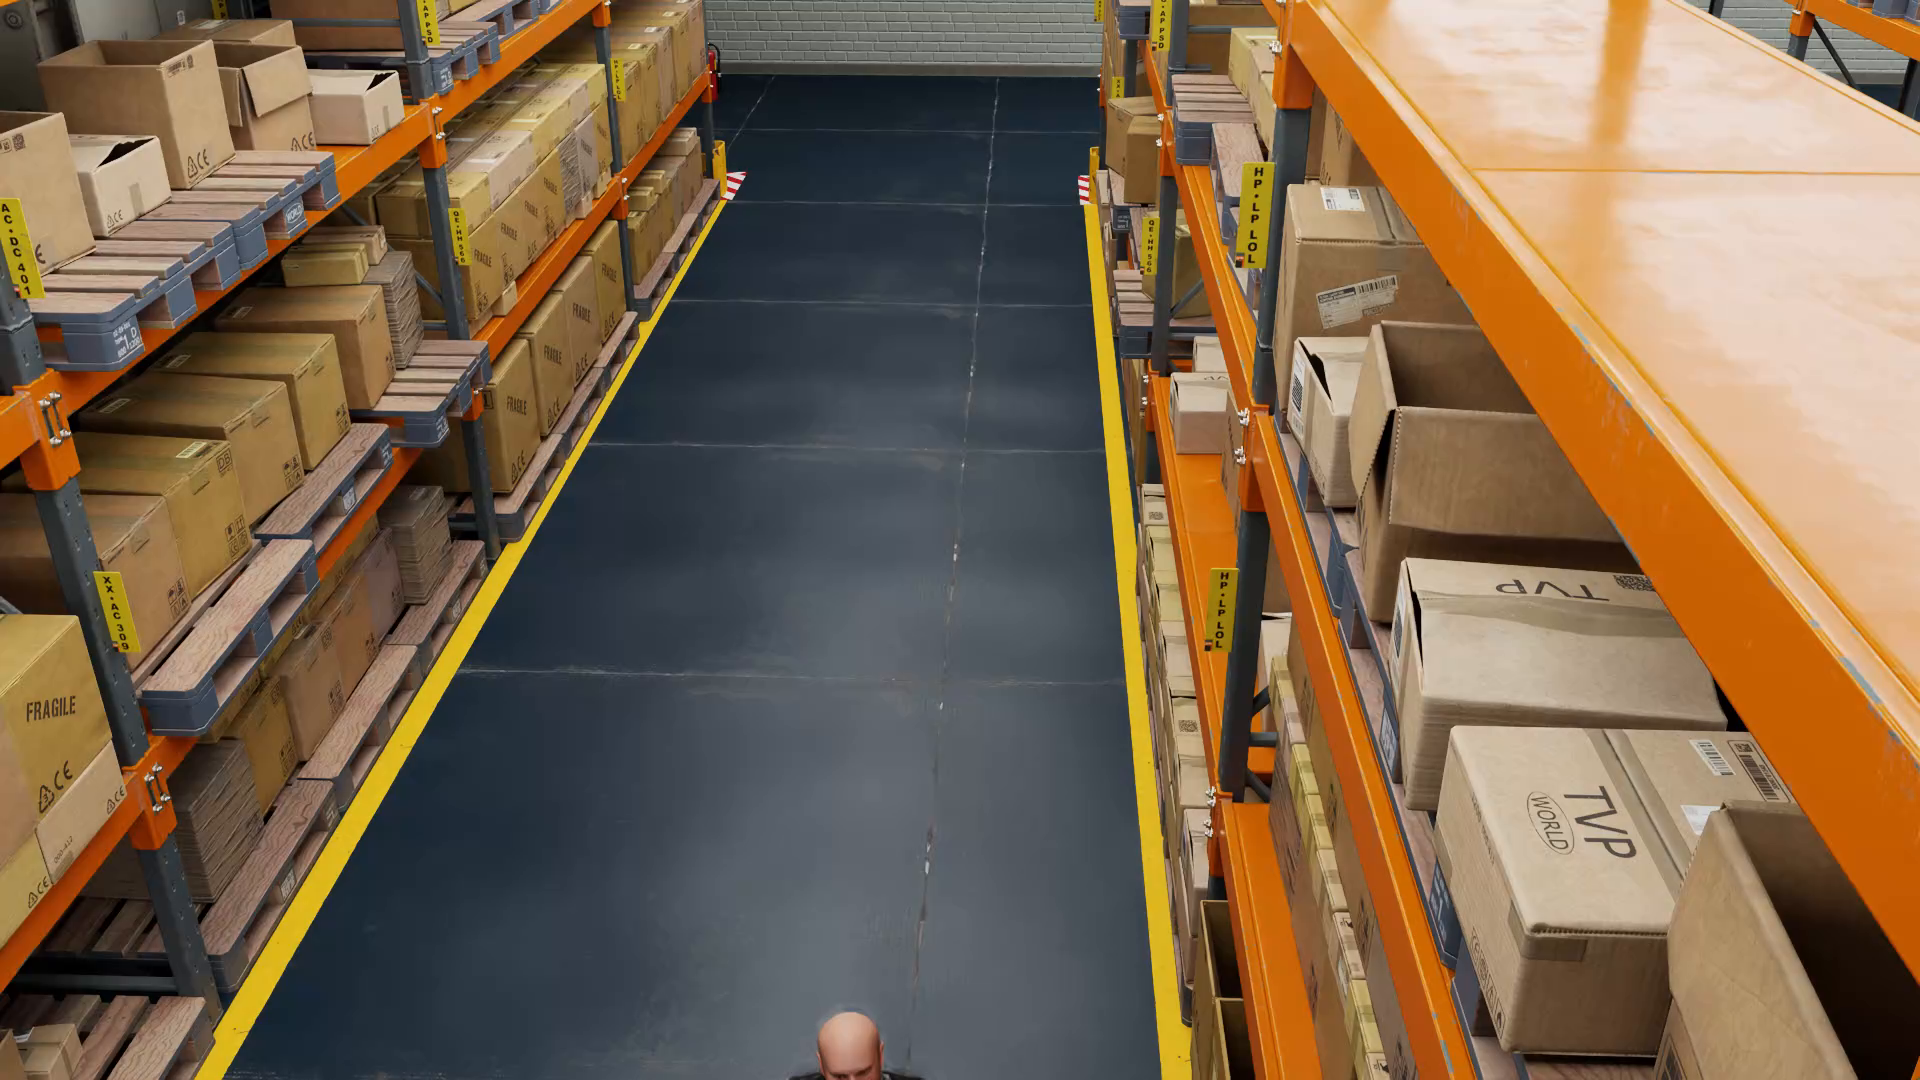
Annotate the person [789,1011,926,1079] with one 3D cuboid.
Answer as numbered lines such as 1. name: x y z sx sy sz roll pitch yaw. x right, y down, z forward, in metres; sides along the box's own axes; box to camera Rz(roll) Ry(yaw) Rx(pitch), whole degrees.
1. person: -0.284 2.075 4.679 0.547 1.735 0.460 2 28 3
